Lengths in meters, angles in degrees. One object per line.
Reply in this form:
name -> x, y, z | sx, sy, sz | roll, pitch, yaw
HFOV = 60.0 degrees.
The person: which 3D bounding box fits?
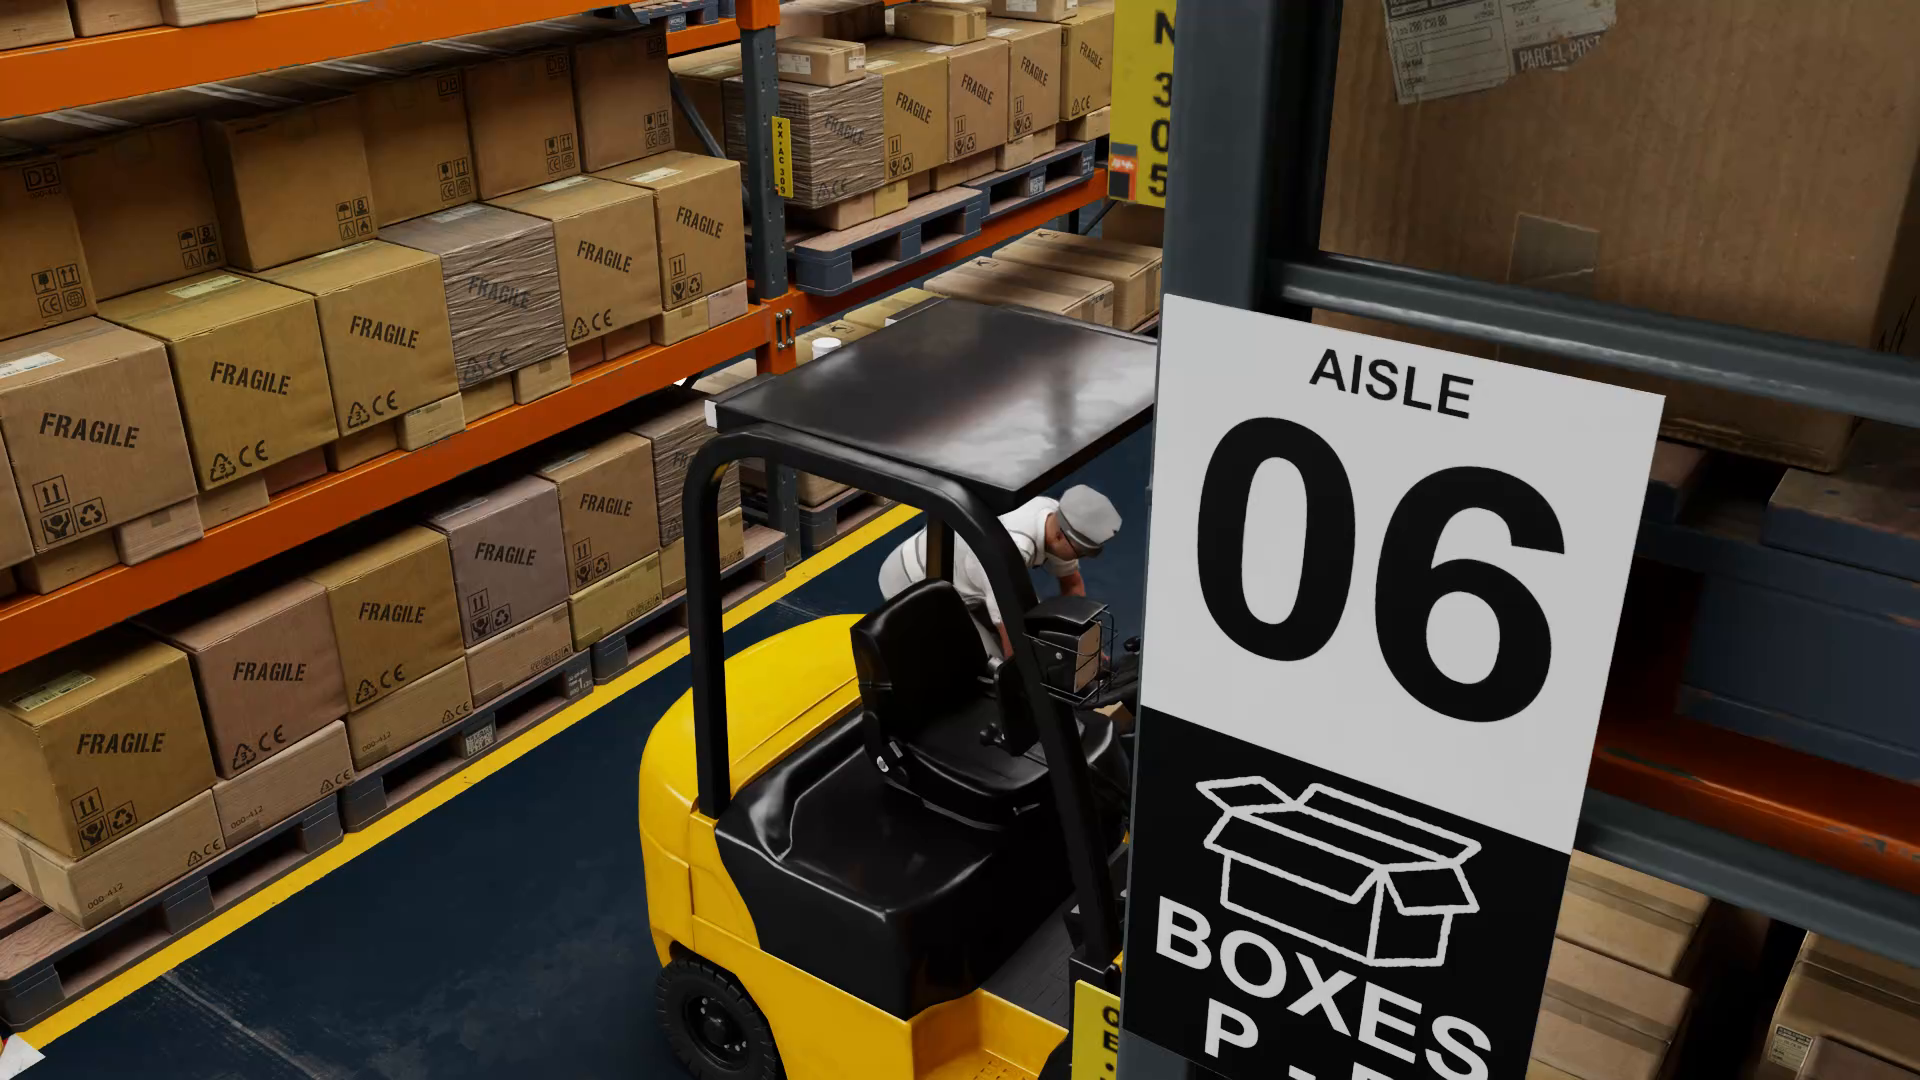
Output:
person -> 0.172, 0.276, 6.344 | 0.921, 1.052, 0.578 | 17, 31, 30
